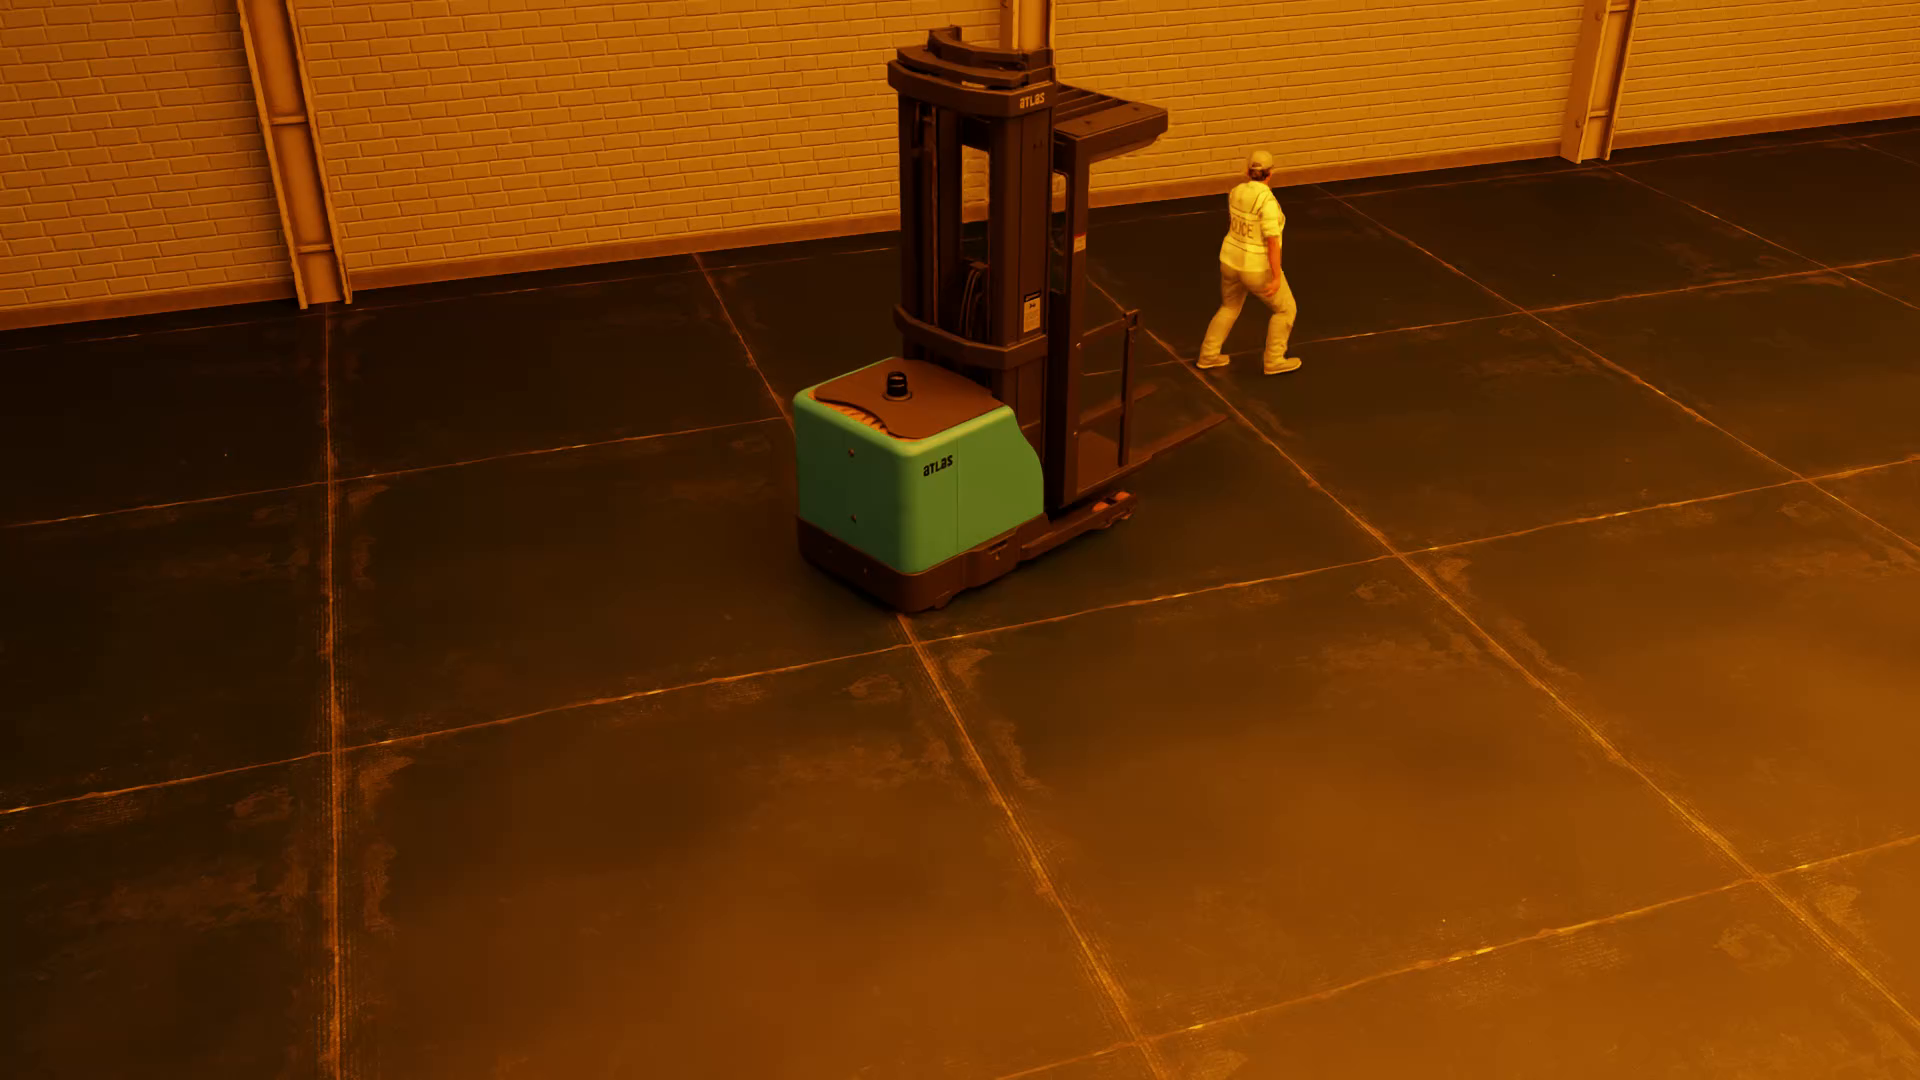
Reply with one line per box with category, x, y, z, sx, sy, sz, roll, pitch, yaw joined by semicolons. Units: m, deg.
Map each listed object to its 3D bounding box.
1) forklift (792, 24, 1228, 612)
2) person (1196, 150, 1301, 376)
forklift;0.456;-1.498;9.691;3.031;2.935;1.130;-26;39;-37
person;2.107;-1.961;11.828;0.647;1.614;0.601;-18;35;-29
